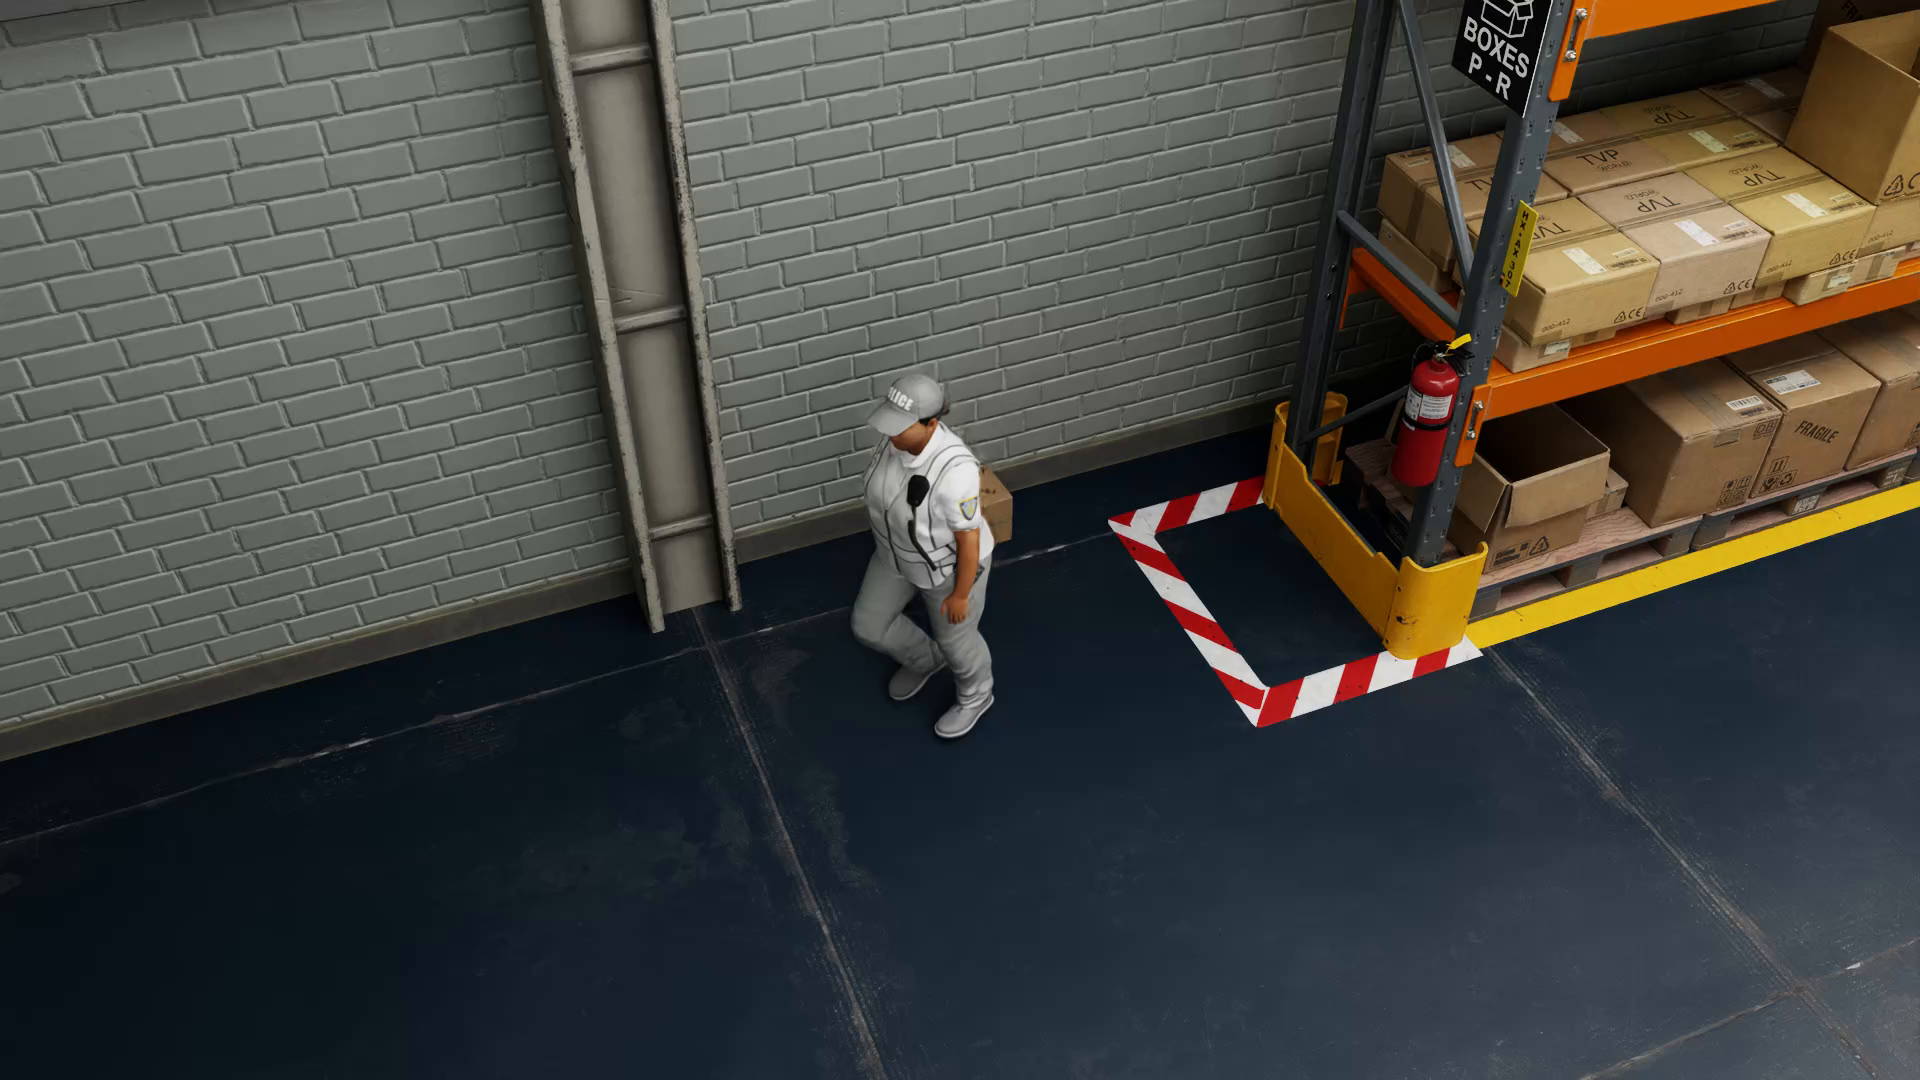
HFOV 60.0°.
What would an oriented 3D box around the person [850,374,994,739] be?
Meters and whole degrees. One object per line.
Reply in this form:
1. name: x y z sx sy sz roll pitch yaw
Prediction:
1. person: -0.115 0.077 6.053 0.505 1.656 0.444 31 51 30
